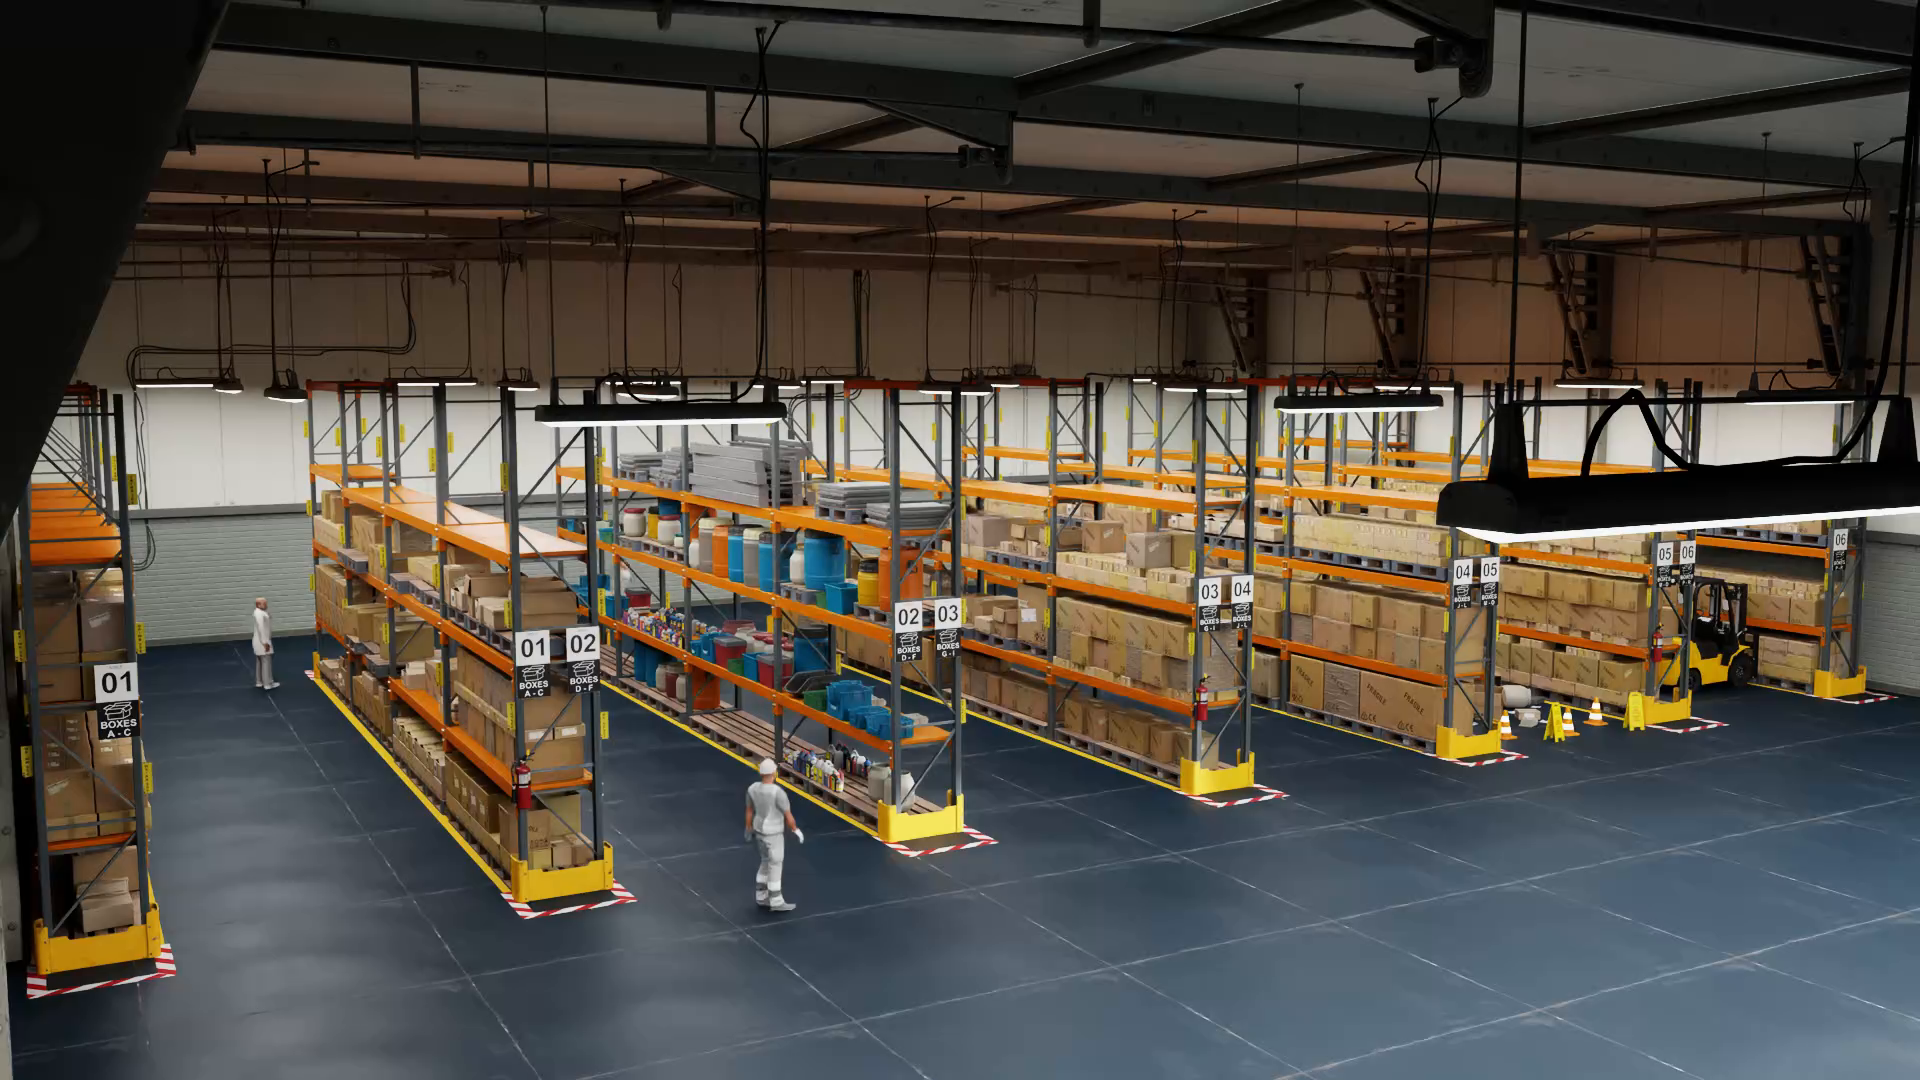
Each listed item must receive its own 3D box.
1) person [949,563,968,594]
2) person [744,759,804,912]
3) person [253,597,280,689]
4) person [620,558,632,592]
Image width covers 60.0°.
[{"bbox_3d":[-0.069,0.977,42.412,0.640,1.679,0.899,4,7,35],"label":"person"},{"bbox_3d":[-2.162,3.412,19.276,0.578,1.830,0.619,-4,8,-36],"label":"person"},{"bbox_3d":[-13.513,1.993,32.372,0.434,1.781,0.649,-4,7,-32],"label":"person"},{"bbox_3d":[-8.126,1.247,40.035,0.732,1.637,0.465,1,6,8],"label":"person"}]
